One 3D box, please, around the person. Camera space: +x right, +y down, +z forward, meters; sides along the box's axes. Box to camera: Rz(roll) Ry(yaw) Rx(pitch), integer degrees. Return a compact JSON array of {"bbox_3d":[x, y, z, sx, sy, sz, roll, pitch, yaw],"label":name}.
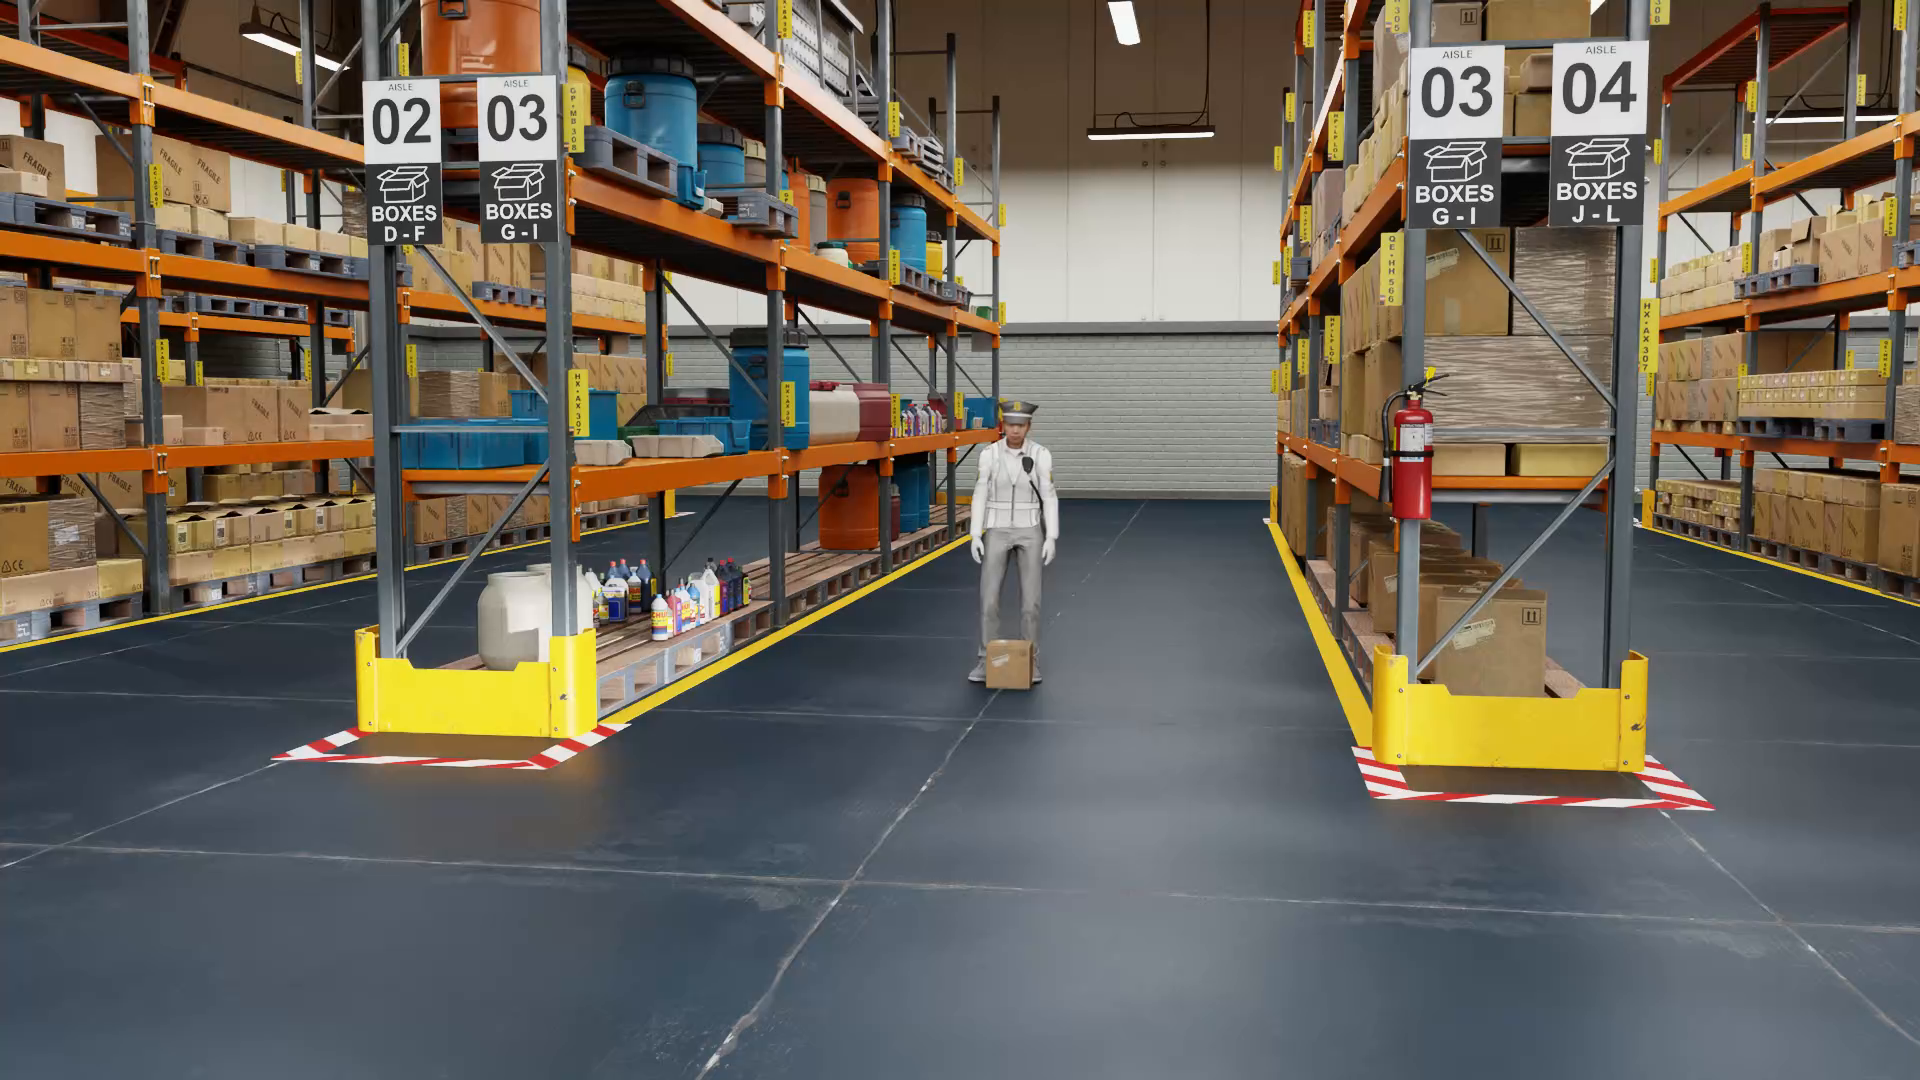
[{"bbox_3d":[0.320,0.002,9.862,0.529,1.662,0.375,0,5,6],"label":"person"}]
